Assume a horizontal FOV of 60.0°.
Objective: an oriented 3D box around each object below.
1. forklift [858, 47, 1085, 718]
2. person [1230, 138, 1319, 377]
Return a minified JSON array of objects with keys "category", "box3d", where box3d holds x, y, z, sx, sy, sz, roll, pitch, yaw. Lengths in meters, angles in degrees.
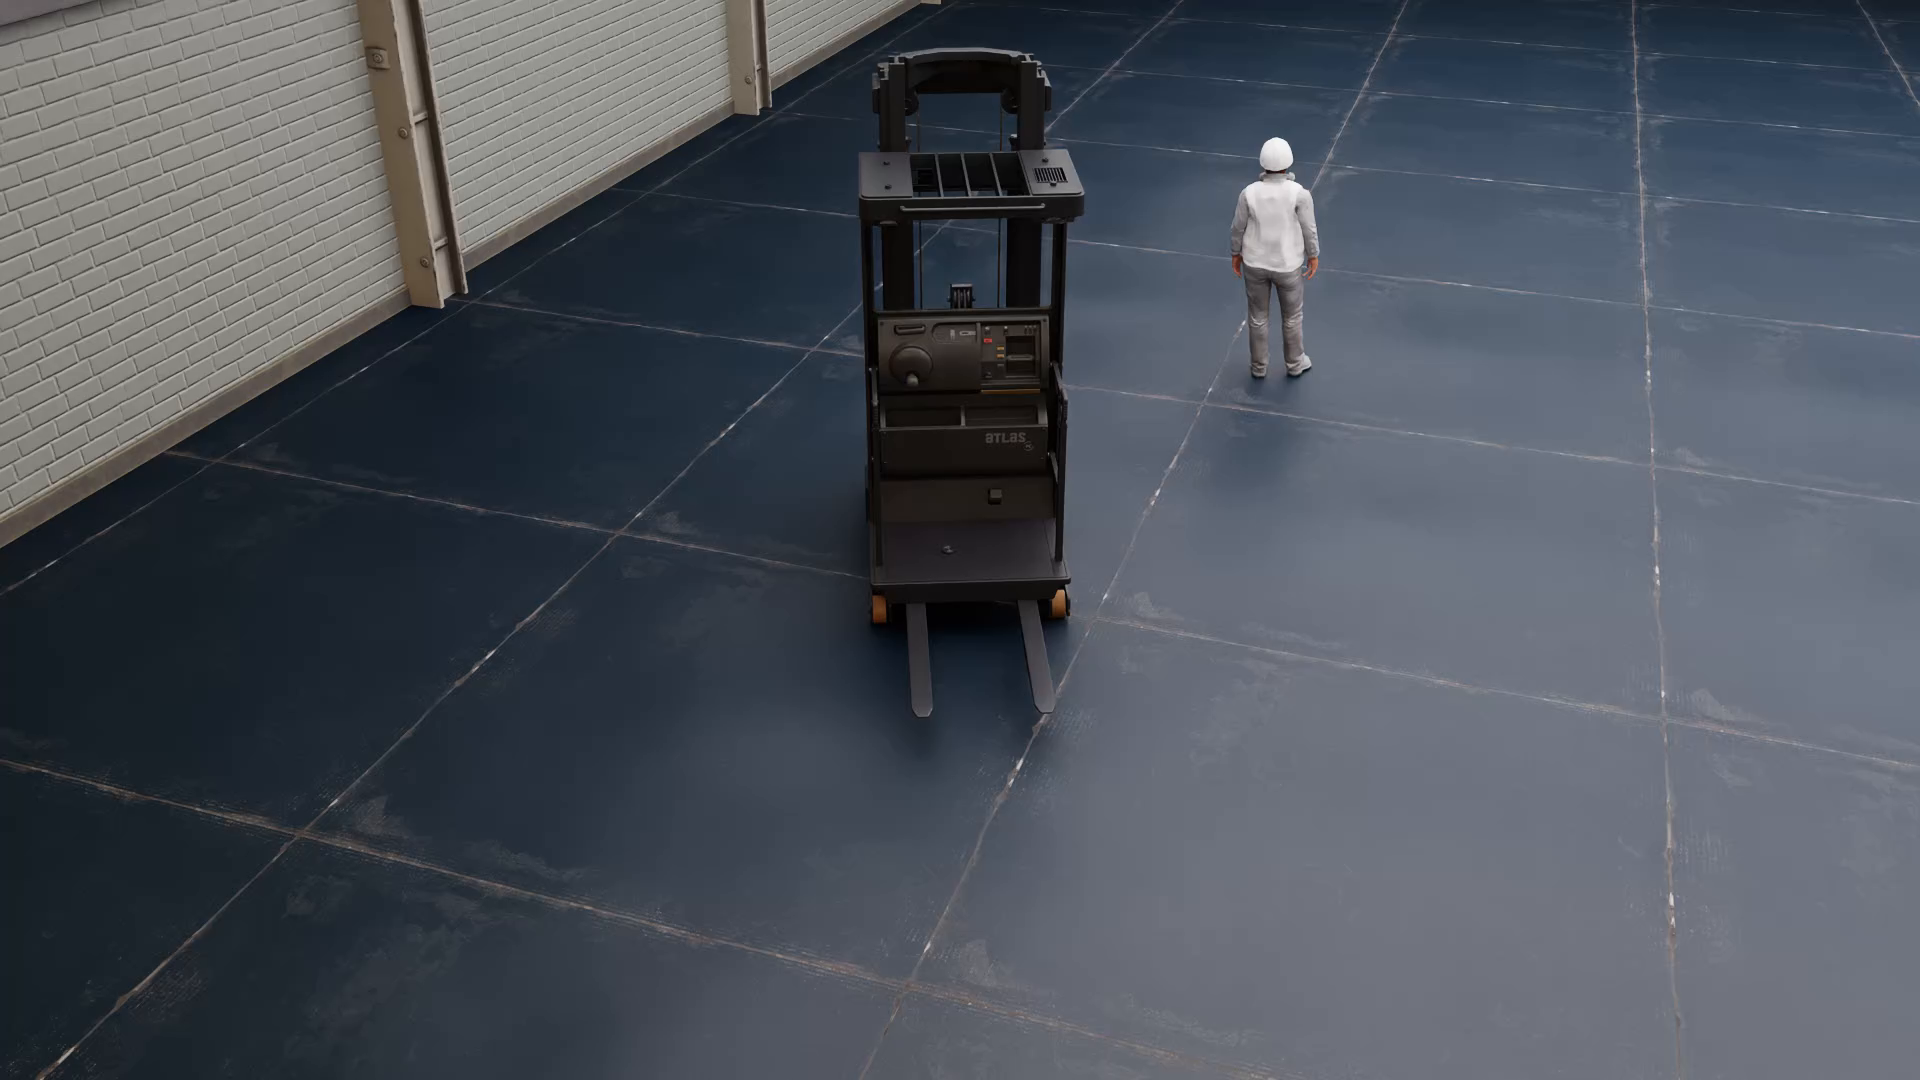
[{"category":"forklift","box3d":[0.035,-0.972,8.842,1.130,2.935,3.031,-2,30,-3]},{"category":"person","box3d":[2.241,-2.010,11.816,0.632,1.773,0.569,10,31,16]}]
